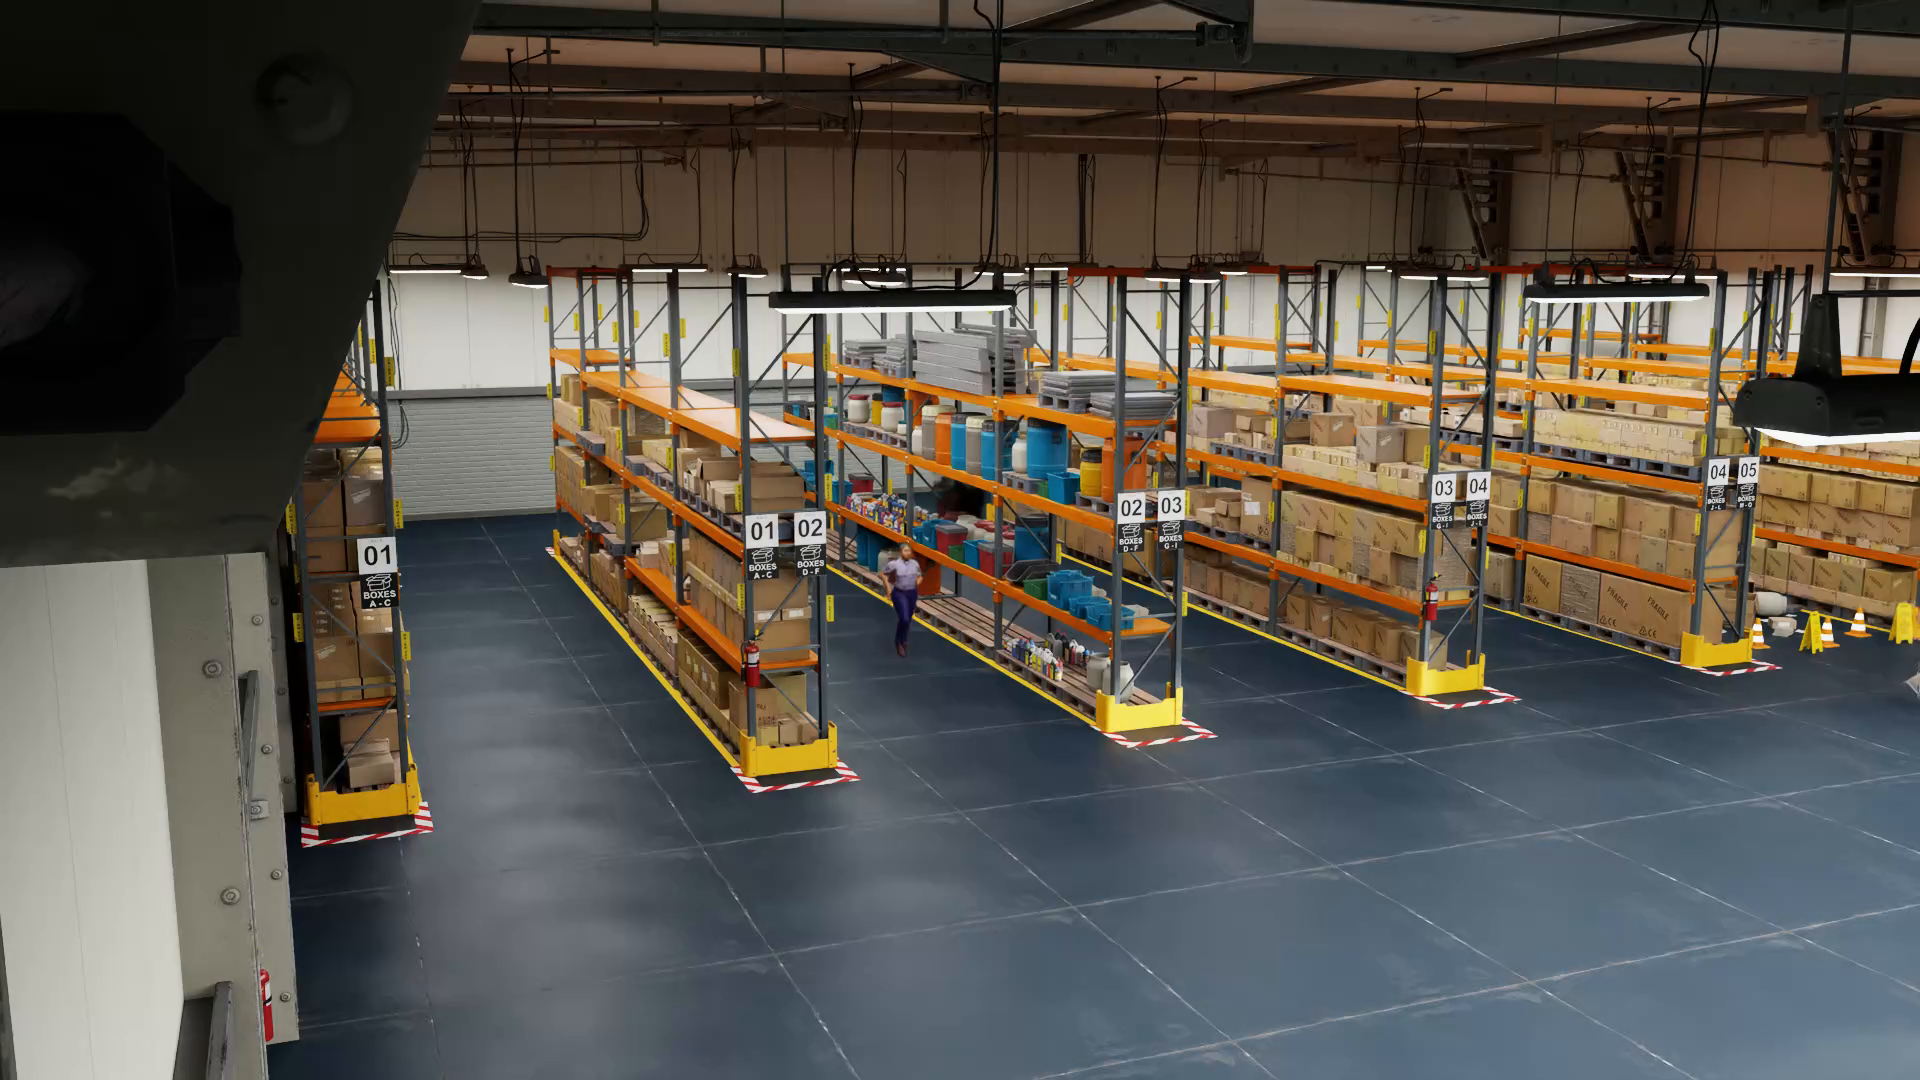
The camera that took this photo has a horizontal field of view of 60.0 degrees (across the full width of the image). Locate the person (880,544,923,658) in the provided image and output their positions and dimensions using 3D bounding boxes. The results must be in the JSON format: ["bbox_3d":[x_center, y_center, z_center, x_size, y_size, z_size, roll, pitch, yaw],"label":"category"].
[{"bbox_3d":[-0.825,0.914,25.165,0.577,1.726,0.670,-6,12,-32],"label":"person"}]

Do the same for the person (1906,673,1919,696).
[{"bbox_3d":[13.793,1.477,23.244,0.911,1.748,0.647,7,12,34],"label":"person"}]

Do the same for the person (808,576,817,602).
[{"bbox_3d":[-2.637,0.295,28.823,0.528,1.570,0.485,-6,12,-33],"label":"person"}]
